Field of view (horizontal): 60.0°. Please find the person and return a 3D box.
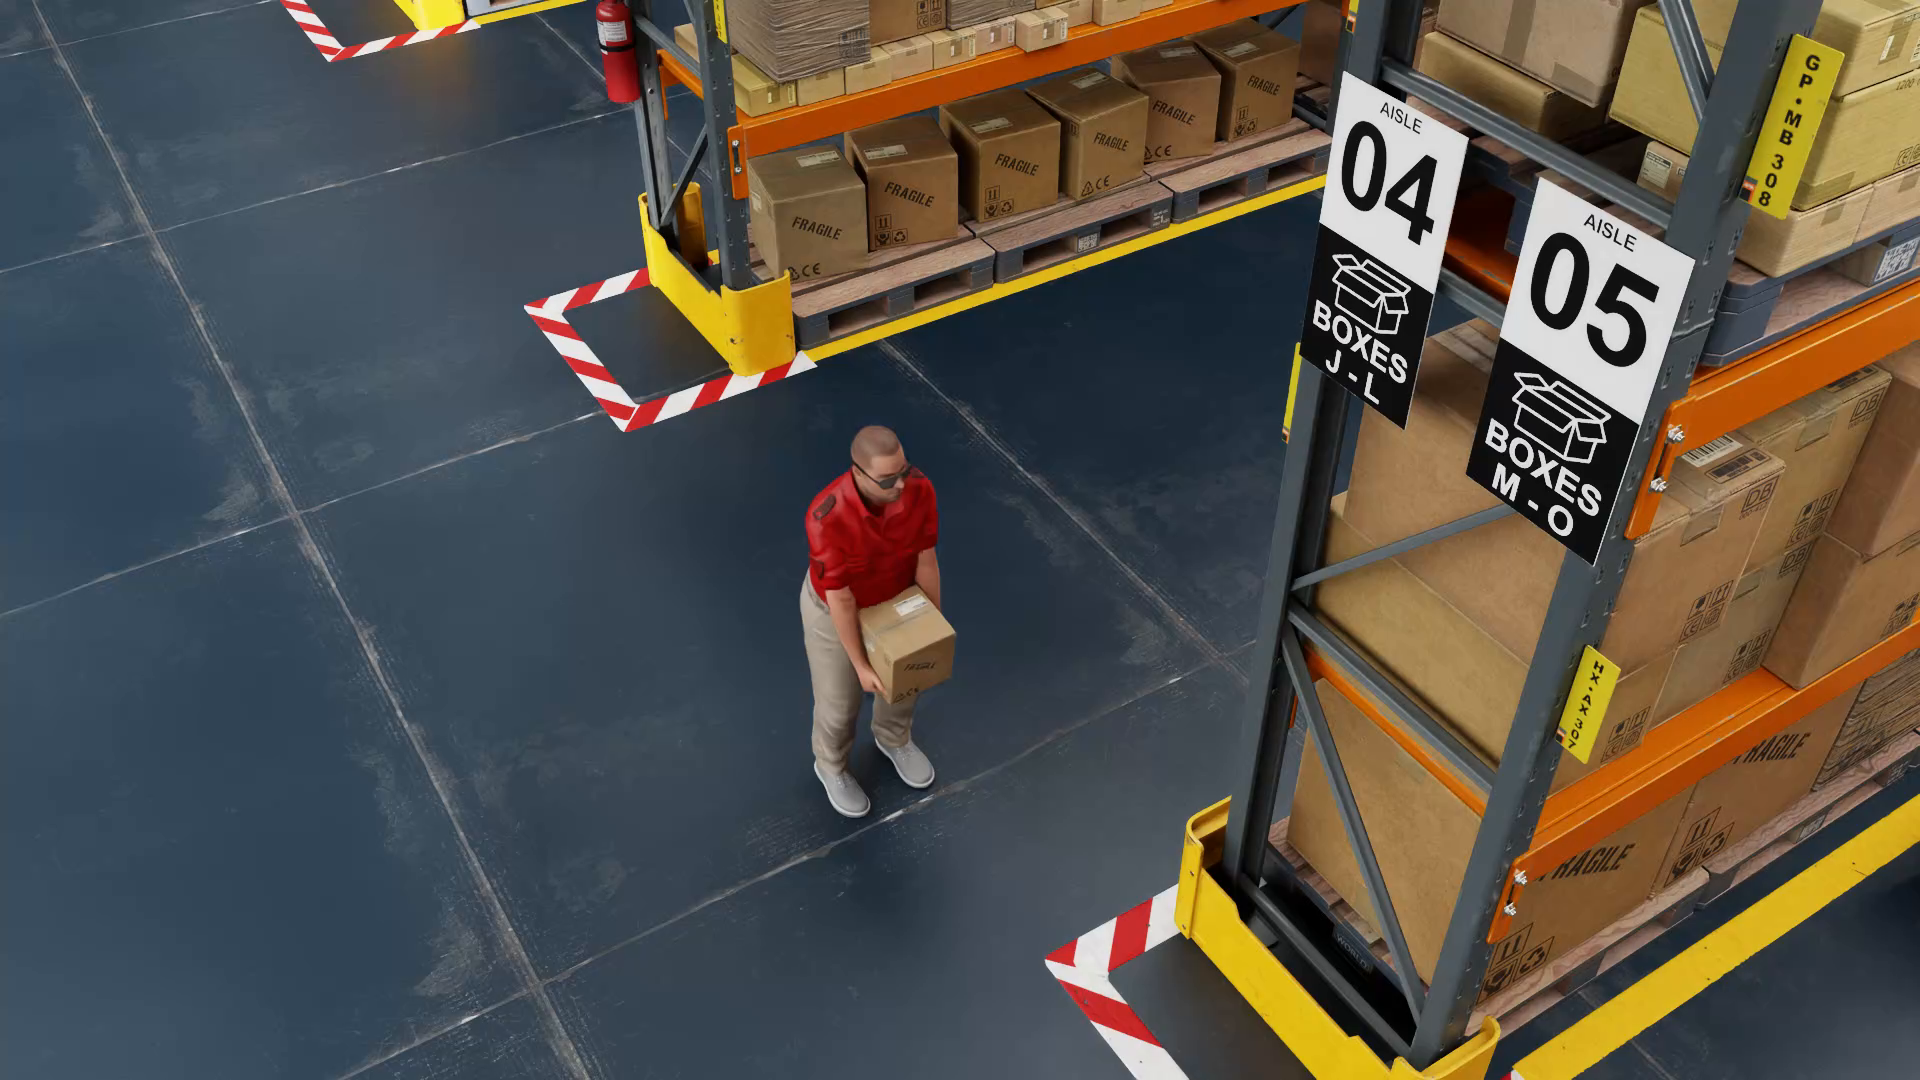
[{"bbox_3d":[-0.328,0.317,5.957,0.483,1.533,0.404,-23,46,-25],"label":"person"}]
